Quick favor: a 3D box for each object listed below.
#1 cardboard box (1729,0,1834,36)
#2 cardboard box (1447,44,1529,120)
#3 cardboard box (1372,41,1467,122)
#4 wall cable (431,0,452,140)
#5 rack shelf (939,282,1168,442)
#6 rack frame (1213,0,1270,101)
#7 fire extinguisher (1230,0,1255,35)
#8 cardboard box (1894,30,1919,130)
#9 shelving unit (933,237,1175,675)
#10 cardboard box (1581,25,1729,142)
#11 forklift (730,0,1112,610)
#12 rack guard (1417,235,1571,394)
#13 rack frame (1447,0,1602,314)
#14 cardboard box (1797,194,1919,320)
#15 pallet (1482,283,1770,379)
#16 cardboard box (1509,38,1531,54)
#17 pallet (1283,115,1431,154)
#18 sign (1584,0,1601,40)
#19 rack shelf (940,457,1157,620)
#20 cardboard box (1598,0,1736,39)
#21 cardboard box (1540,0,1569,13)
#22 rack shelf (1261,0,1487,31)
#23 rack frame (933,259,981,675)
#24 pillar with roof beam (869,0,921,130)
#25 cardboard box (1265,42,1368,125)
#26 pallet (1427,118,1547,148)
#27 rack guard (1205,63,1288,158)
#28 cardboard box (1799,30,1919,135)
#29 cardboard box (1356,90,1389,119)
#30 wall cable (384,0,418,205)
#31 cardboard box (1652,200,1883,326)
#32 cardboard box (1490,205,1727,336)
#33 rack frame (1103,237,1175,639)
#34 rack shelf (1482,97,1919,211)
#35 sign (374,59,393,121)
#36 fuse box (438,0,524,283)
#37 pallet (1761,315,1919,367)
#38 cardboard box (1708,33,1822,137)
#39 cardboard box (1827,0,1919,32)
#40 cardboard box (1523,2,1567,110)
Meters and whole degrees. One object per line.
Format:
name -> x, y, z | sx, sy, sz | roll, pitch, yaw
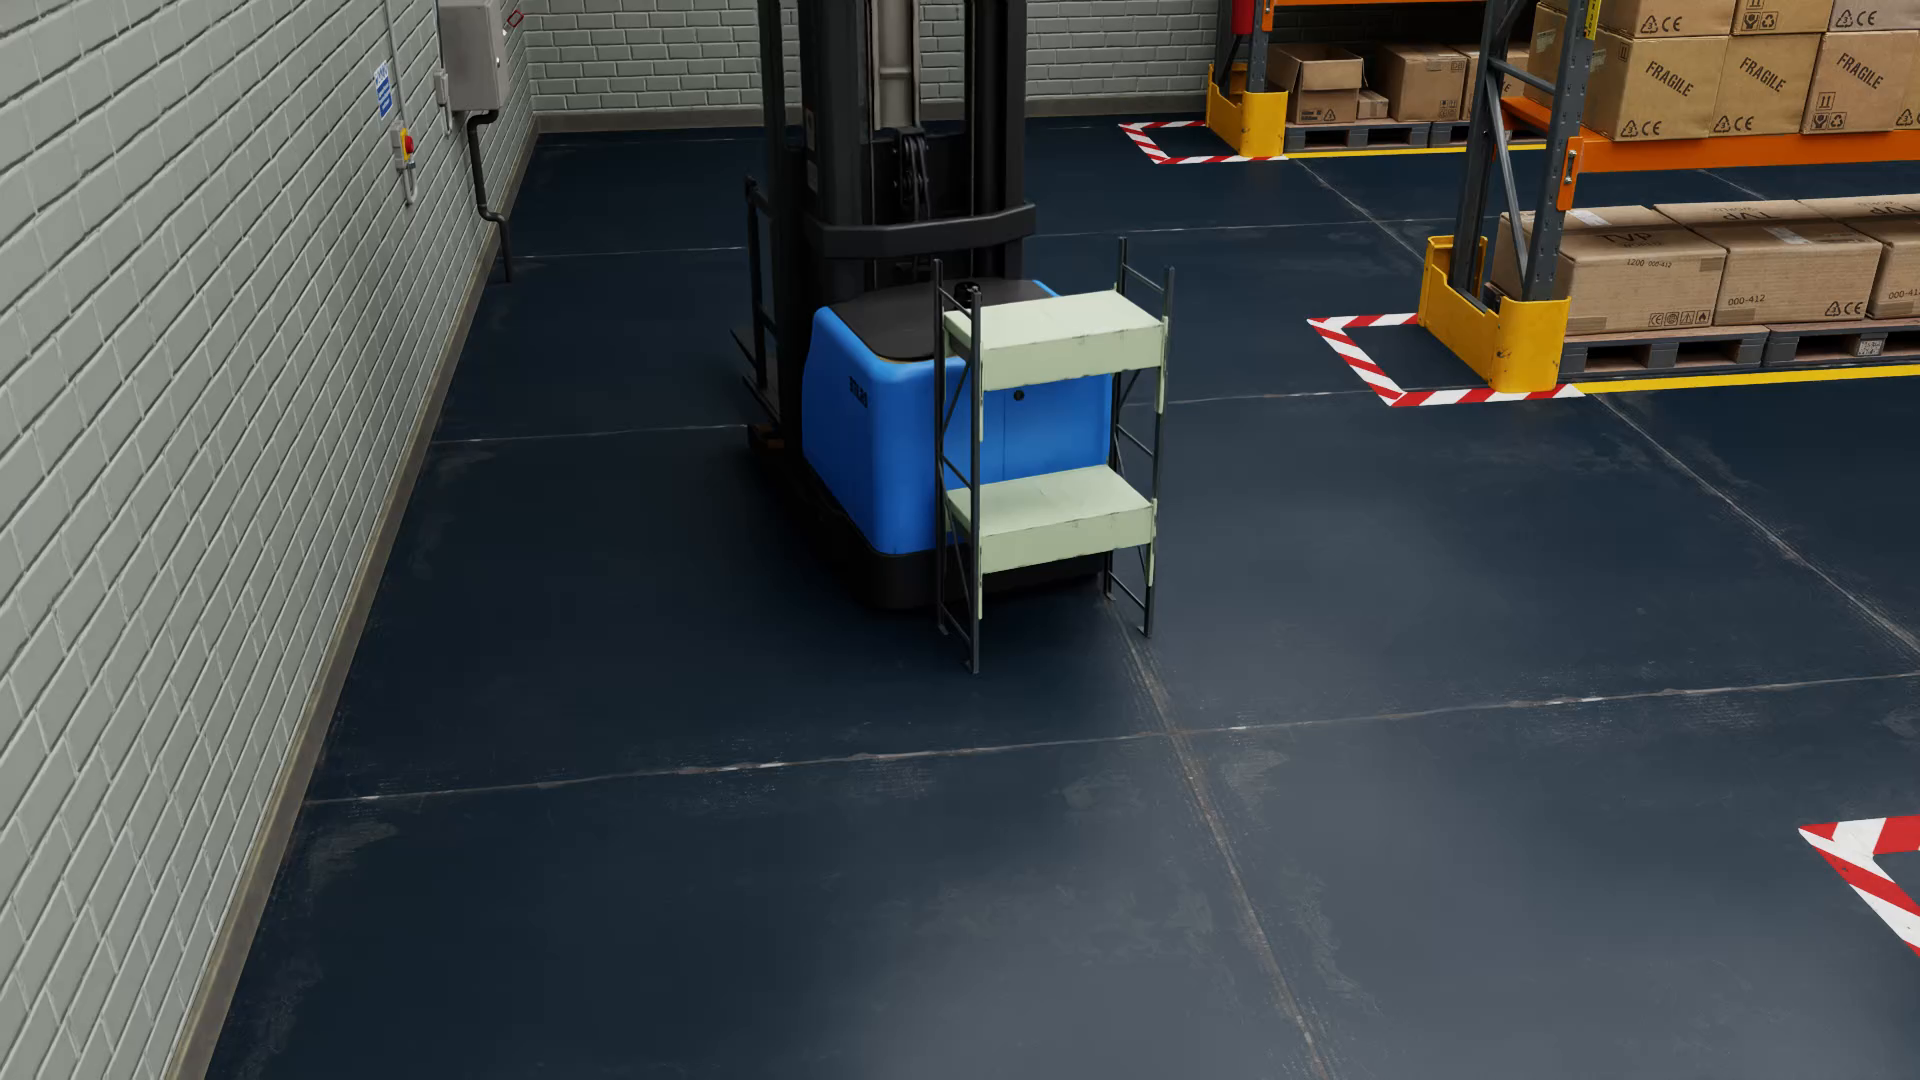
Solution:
cardboard box -> 3.967, -2.805, 8.227 | 0.500, 0.500, 0.500 | -4, 27, -9
cardboard box -> 4.255, -3.718, 13.488 | 0.500, 0.500, 0.500 | -3, 27, -6
cardboard box -> 3.717, -3.729, 13.511 | 0.500, 0.500, 0.700 | -3, 27, -5
wall cable -> -2.848, -3.101, 8.896 | 0.122, 1.984, 0.588 | -4, 27, -7
rack shelf -> 0.328, -0.654, 6.026 | 0.720, 0.370, 0.431 | -10, 29, -19
rack frame -> 2.246, -4.622, 12.972 | 0.127, 3.000, 1.000 | -4, 27, -7
fire extinguisher -> 2.165, -4.203, 12.649 | 0.183, 0.674, 0.296 | -4, 27, -7
cardboard box -> 4.954, -2.432, 8.594 | 0.500, 0.500, 0.500 | -3, 27, -5
shelving unit -> 0.328, -0.306, 6.204 | 0.755, 1.500, 0.431 | -10, 29, -19
cardboard box -> 3.457, -2.323, 8.383 | 0.500, 0.500, 0.500 | -4, 27, -8
forklift -> -0.379, -1.680, 7.314 | 1.130, 2.935, 3.031 | -10, 29, -19
rack guard -> 2.918, -1.265, 9.167 | 0.348, 0.500, 1.175 | -4, 27, -7
rack frame -> 2.942, -2.378, 8.599 | 0.127, 3.000, 1.000 | -4, 27, -7
cardboard box -> 5.380, -1.631, 9.489 | 0.875, 0.438, 0.875 | -4, 27, -9
pallet -> 3.723, -1.224, 9.404 | 1.213, 0.211, 1.003 | -4, 27, -7
cardboard box -> 4.745, -3.795, 13.639 | 0.500, 0.500, 0.700 | -5, 28, -9
pallet -> 3.111, -3.437, 13.718 | 1.213, 0.211, 1.003 | -4, 27, -7
sign -> 3.013, -2.547, 7.894 | 0.005, 0.325, 0.100 | -4, 27, -7
rack shelf -> 0.328, -0.016, 6.353 | 0.720, 0.370, 0.431 | -10, 29, -19
cardboard box -> 3.457, -2.769, 8.157 | 0.500, 0.500, 0.500 | -4, 27, -8
cardboard box -> 3.386, -3.006, 8.618 | 0.500, 0.500, 0.500 | -3, 27, -5
rack shelf -> 4.227, -4.429, 13.384 | 4.000, 0.370, 1.077 | -4, 27, -7
rack frame -> -0.012, -0.245, 6.085 | 0.023, 1.500, 0.400 | -10, 29, -19
pillar with roof beam -> 0.051, -5.581, 8.269 | 0.400, 9.000, 9.100 | -4, 27, -7
cardboard box -> 2.865, -3.694, 13.438 | 0.637, 0.503, 0.797 | -5, 28, -9
pallet -> 4.316, -3.513, 13.866 | 1.213, 0.211, 1.003 | -4, 27, -7
rack guard -> 2.322, -3.515, 13.552 | 0.348, 0.500, 1.175 | -4, 27, -7
cardboard box -> 4.460, -2.392, 8.517 | 0.500, 0.500, 0.500 | -4, 27, -7
cardboard box -> 3.291, -3.546, 13.538 | 0.250, 0.149, 0.380 | -5, 28, -9
wall cable -> -2.639, -2.475, 7.640 | 0.123, 1.953, 0.585 | -4, 27, -7
cardboard box -> 4.486, -1.574, 9.379 | 0.875, 0.438, 0.875 | -3, 27, -6
cardboard box -> 3.581, -1.512, 9.258 | 0.875, 0.438, 0.875 | -5, 28, -9
rack frame -> 0.669, -0.367, 6.323 | 0.023, 1.500, 0.400 | -10, 29, -19
rack shelf -> 4.922, -2.185, 9.011 | 4.000, 0.370, 1.077 | -4, 27, -7
sign -> -2.693, -2.103, 7.768 | 0.001, 0.218, 0.327 | -4, 27, -7
fuse box -> -2.787, -2.395, 10.043 | 0.414, 1.711, 0.539 | -4, 27, -7
pallet -> 4.928, -1.300, 9.552 | 1.213, 0.211, 1.003 | -4, 27, -7
cardboard box -> 3.954, -2.368, 8.470 | 0.500, 0.500, 0.500 | -4, 27, -8
cardboard box -> 4.476, -2.842, 8.297 | 0.500, 0.500, 0.500 | -4, 27, -8
cardboard box -> 3.382, -2.573, 8.869 | 0.500, 0.500, 0.500 | -4, 27, -7
